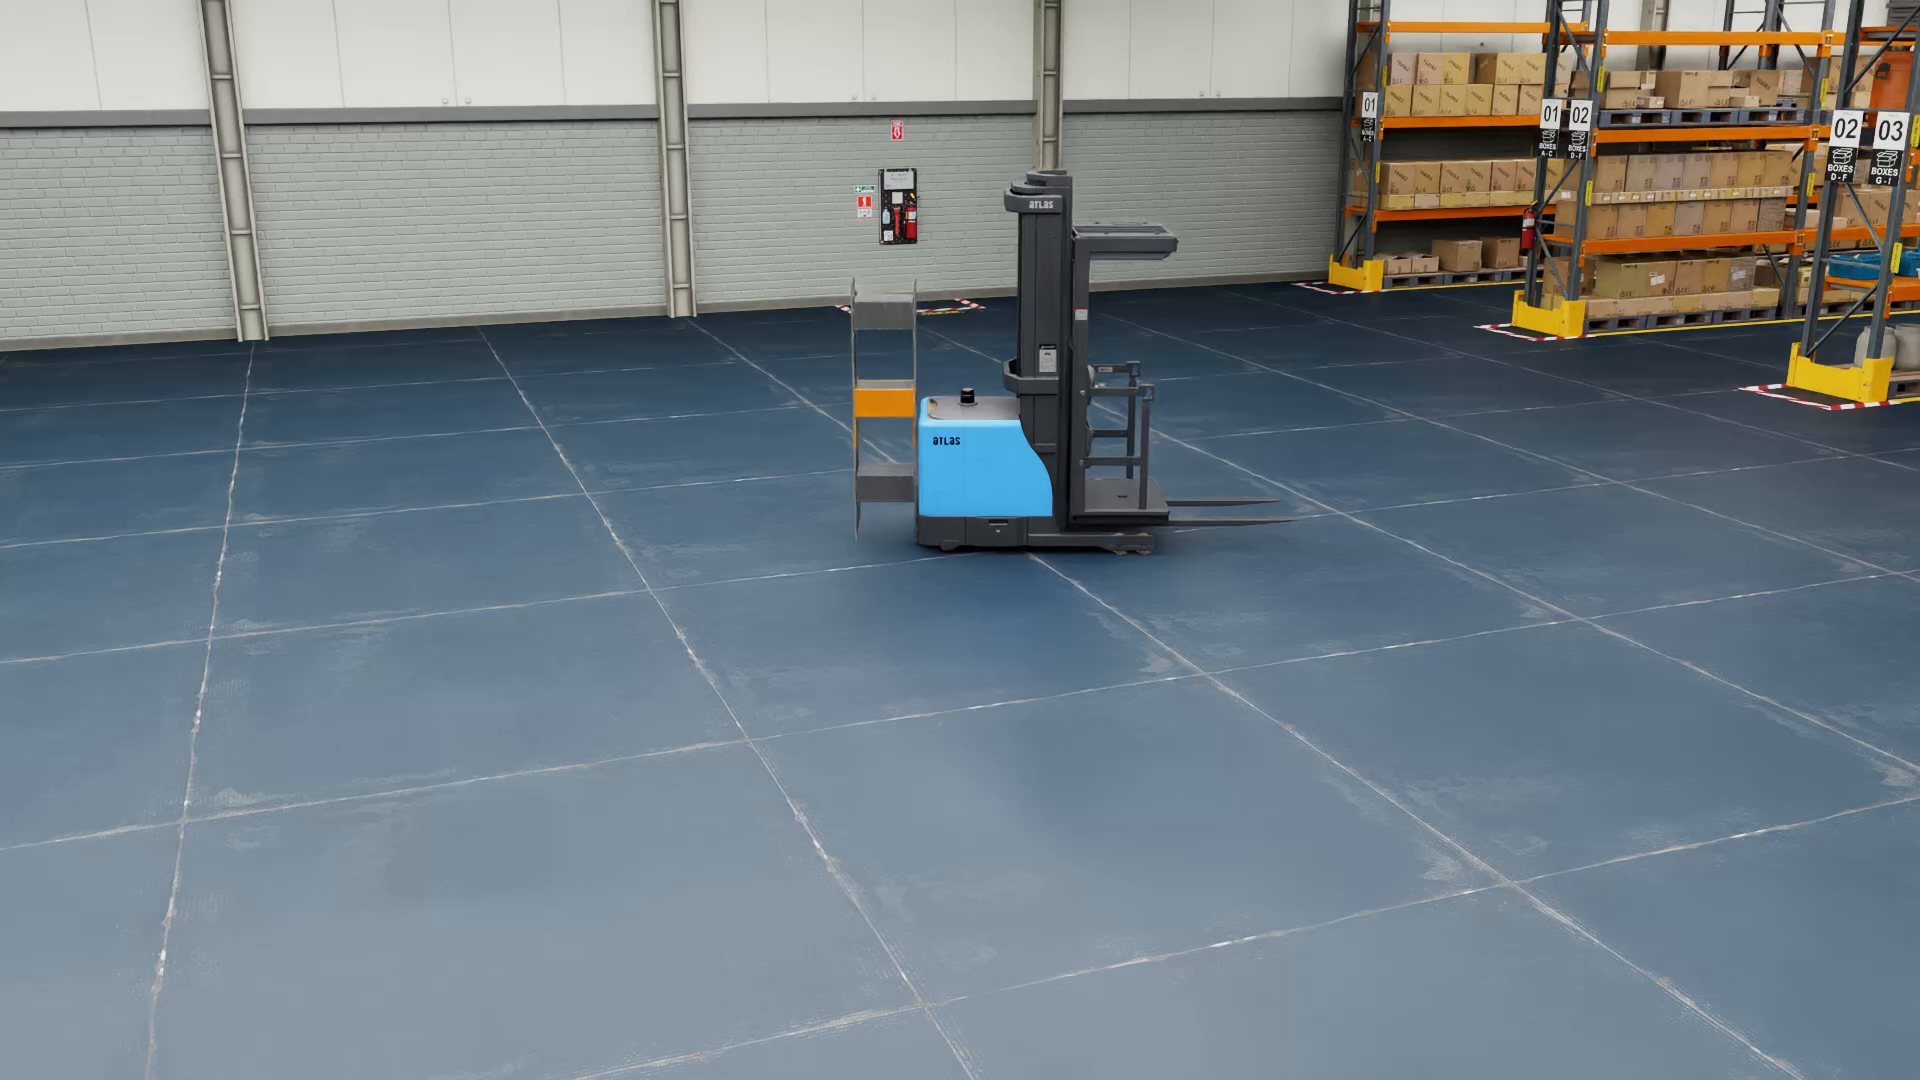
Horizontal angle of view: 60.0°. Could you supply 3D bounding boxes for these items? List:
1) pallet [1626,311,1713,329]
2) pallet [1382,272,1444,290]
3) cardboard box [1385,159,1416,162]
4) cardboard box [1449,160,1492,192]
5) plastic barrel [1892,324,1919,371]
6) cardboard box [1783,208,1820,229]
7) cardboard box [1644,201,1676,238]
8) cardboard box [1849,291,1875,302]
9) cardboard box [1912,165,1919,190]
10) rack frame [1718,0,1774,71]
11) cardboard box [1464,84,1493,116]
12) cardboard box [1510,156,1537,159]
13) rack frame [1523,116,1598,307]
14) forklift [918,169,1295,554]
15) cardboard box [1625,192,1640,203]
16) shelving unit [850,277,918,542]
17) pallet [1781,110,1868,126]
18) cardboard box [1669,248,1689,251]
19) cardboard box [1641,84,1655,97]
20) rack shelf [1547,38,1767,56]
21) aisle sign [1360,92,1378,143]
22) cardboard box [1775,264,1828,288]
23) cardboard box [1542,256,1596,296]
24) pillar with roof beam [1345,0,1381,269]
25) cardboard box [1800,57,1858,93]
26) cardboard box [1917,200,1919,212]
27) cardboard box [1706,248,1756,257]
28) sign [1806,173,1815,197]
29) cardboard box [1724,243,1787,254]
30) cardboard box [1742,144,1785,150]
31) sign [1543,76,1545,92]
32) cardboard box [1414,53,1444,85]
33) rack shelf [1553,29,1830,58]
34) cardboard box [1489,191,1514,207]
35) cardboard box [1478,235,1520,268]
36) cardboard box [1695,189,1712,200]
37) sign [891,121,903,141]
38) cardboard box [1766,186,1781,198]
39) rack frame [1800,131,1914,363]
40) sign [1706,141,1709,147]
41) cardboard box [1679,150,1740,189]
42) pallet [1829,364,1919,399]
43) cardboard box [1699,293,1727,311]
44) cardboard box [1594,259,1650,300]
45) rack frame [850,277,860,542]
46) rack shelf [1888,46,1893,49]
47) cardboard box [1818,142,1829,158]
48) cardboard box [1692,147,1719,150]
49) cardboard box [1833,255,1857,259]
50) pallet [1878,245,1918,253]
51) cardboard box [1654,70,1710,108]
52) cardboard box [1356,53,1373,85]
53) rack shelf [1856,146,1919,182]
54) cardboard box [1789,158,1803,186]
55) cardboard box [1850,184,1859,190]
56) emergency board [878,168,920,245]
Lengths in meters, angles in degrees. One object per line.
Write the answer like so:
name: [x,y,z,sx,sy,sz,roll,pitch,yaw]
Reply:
pallet: [10.261,-3.320,24.529,1.213,0.211,1.003,-6,17,-20]
pallet: [7.490,-4.493,28.524,1.213,0.211,1.003,-6,17,-20]
cardboard box: [7.486,-6.200,28.287,0.500,0.500,0.500,-6,17,-19]
cardboard box: [8.629,-6.170,28.185,0.500,0.500,0.500,-6,17,-18]
plastic barrel: [11.248,-2.289,19.739,0.421,0.512,0.421,0,16,0]
cardboard box: [12.603,-4.840,25.023,0.500,0.250,0.500,-5,17,-17]
cardboard box: [9.819,-4.642,23.905,0.500,0.500,0.700,-6,17,-20]
cardboard box: [13.585,-3.813,25.394,0.500,0.250,0.500,-7,18,-22]
cardboard box: [18.366,-7.155,32.107,0.700,0.700,0.980,-6,17,-19]
rack frame: [14.118,-9.436,29.759,0.127,3.000,1.000,-6,17,-20]
cardboard box: [8.540,-7.373,27.846,0.500,0.500,0.500,-5,17,-17]
cardboard box: [9.870,-6.459,29.170,0.500,0.500,0.500,-7,18,-21]
rack frame: [8.424,-4.448,23.421,0.127,3.000,1.000,-6,17,-20]
forklift: [1.177,-1.443,13.311,3.031,2.935,1.130,0,16,0]
cardboard box: [9.347,-4.842,23.435,0.250,0.149,0.380,-6,17,-20]
shelving unit: [-0.603,-1.048,13.441,0.503,2.100,0.431,0,16,0]
pallet: [12.978,-6.291,24.713,1.217,0.209,0.805,-7,18,-22]
cardboard box: [12.942,-5.461,30.528,0.500,0.500,0.700,-6,17,-20]
cardboard box: [9.924,-6.354,23.754,0.500,0.311,0.500,-4,17,-14]
rack shelf: [12.251,-8.697,29.230,4.000,0.370,1.077,-6,17,-20]
aisle sign: [6.688,-6.912,27.198,0.004,0.787,0.394,-6,17,-20]
cardboard box: [12.634,-3.979,24.962,0.500,0.311,0.500,-6,17,-20]
cardboard box: [8.818,-3.822,24.094,0.500,0.500,0.500,-6,17,-20]
pillar with roof beam: [8.533,-7.795,24.171,0.400,9.000,9.100,-6,17,-20]
cardboard box: [12.749,-6.831,24.404,0.500,0.500,0.500,-6,17,-19]
cardboard box: [14.990,-5.172,26.046,0.500,0.311,0.500,-6,18,-21]
cardboard box: [11.614,-4.129,25.138,0.500,0.500,0.500,-6,17,-20]
sign: [12.359,-5.159,24.164,0.005,0.325,0.100,-6,17,-20]
cardboard box: [14.852,-5.767,30.983,0.750,0.750,0.750,-6,18,-21]
cardboard box: [14.661,-7.098,30.375,0.500,0.250,0.500,-6,17,-19]
sign: [8.243,-6.418,23.375,0.005,0.325,0.100,-6,17,-20]
cardboard box: [7.581,-7.740,27.319,0.500,0.500,0.500,-6,18,-21]
rack shelf: [10.292,-6.991,23.420,4.000,0.370,1.077,-6,17,-20]
cardboard box: [9.117,-5.861,28.465,0.500,0.250,0.500,-6,17,-20]
cardboard box: [9.428,-5.051,29.129,0.500,0.500,0.500,-8,18,-24]
cardboard box: [10.549,-4.971,23.875,0.250,0.149,0.380,-6,17,-18]
sign: [-0.975,-6.343,25.759,0.199,0.298,0.001,-6,17,-20]
cardboard box: [11.750,-5.102,24.320,0.250,0.149,0.380,-7,18,-21]
rack frame: [10.193,-3.144,18.982,0.127,3.000,1.000,-6,17,-20]
sign: [13.917,-7.259,30.937,0.005,0.325,0.100,-6,17,-20]
cardboard box: [10.808,-5.374,24.093,0.500,0.500,0.700,-6,17,-20]
pallet: [11.008,-1.907,19.717,1.213,0.211,1.003,-6,17,-20]
cardboard box: [10.872,-3.527,24.420,0.500,0.250,0.500,-6,17,-20]
cardboard box: [9.471,-3.736,23.802,0.500,0.500,0.500,-6,17,-20]
rack frame: [-0.847,-1.048,13.439,0.015,2.100,0.400,0,16,0]
rack shelf: [19.721,-9.504,31.977,4.000,0.370,1.077,-6,17,-20]
cardboard box: [16.076,-7.254,30.906,0.500,0.250,0.500,-7,18,-21]
cardboard box: [13.512,-7.049,30.168,0.250,0.149,0.380,-9,19,-29]
cardboard box: [13.856,-4.272,25.962,0.500,0.311,0.500,-6,18,-21]
pallet: [18.592,-5.679,32.562,1.213,0.211,1.003,-6,17,-20]
cardboard box: [10.073,-6.299,23.230,0.500,0.500,0.500,-6,17,-20]
cardboard box: [6.957,-7.840,27.660,0.500,0.500,0.500,-5,17,-18]
rack shelf: [12.061,-4.440,19.347,4.000,0.370,1.077,-6,17,-20]
cardboard box: [15.156,-6.790,30.655,0.500,0.500,0.500,-6,17,-18]
cardboard box: [16.676,-6.646,31.316,0.250,0.149,0.380,-6,17,-20]
emergency board: [-0.932,-5.205,25.999,0.643,1.169,0.194,-6,17,-20]
